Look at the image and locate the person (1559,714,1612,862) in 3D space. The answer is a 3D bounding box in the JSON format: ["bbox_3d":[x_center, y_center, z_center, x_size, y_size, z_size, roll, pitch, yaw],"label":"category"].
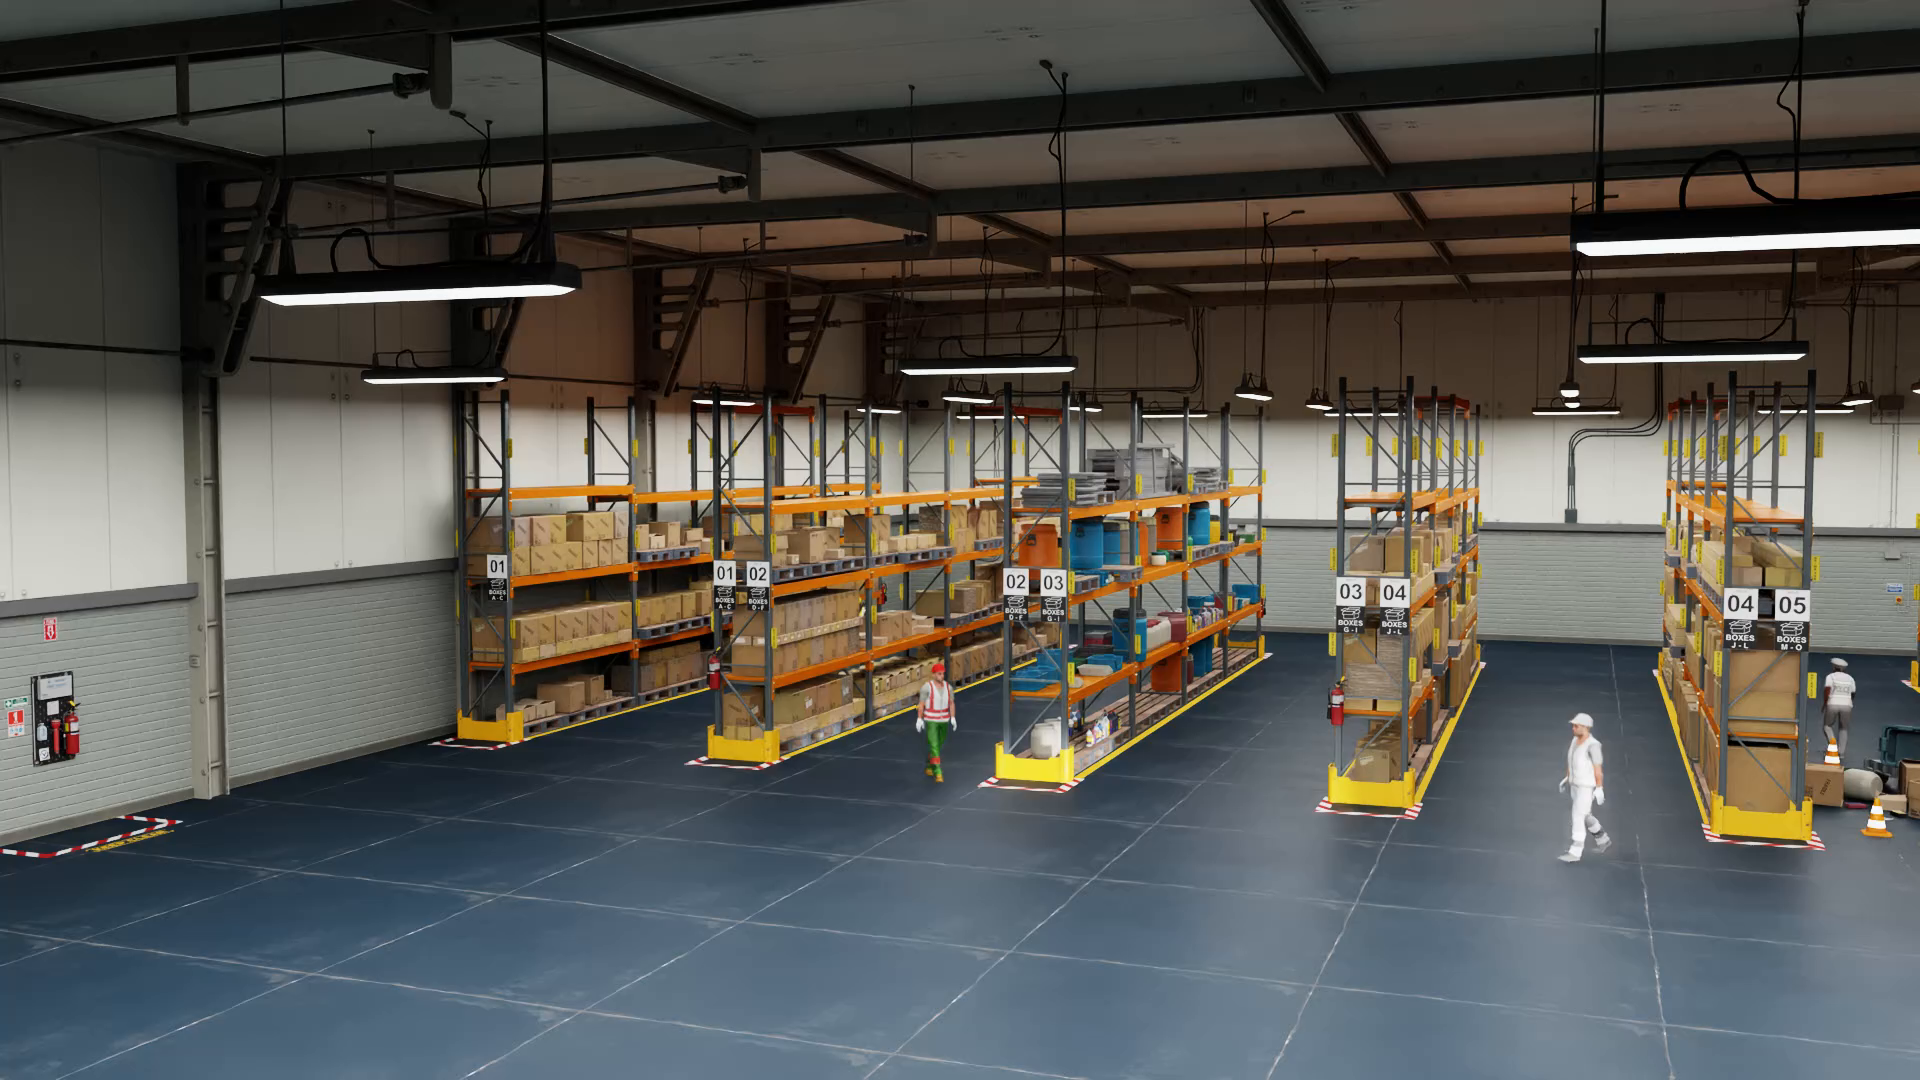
[{"bbox_3d":[7.621,2.995,20.258,0.832,1.776,0.539,0,3,-9],"label":"person"}]

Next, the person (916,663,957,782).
[{"bbox_3d":[-0.325,2.725,24.997,0.603,1.739,0.957,-2,4,-33],"label":"person"}]

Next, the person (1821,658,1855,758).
[{"bbox_3d":[14.300,2.729,27.090,0.503,1.577,0.709,1,3,23],"label":"person"}]

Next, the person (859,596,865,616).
[{"bbox_3d":[-2.267,1.969,36.507,0.592,1.513,1.019,0,3,4],"label":"person"}]
